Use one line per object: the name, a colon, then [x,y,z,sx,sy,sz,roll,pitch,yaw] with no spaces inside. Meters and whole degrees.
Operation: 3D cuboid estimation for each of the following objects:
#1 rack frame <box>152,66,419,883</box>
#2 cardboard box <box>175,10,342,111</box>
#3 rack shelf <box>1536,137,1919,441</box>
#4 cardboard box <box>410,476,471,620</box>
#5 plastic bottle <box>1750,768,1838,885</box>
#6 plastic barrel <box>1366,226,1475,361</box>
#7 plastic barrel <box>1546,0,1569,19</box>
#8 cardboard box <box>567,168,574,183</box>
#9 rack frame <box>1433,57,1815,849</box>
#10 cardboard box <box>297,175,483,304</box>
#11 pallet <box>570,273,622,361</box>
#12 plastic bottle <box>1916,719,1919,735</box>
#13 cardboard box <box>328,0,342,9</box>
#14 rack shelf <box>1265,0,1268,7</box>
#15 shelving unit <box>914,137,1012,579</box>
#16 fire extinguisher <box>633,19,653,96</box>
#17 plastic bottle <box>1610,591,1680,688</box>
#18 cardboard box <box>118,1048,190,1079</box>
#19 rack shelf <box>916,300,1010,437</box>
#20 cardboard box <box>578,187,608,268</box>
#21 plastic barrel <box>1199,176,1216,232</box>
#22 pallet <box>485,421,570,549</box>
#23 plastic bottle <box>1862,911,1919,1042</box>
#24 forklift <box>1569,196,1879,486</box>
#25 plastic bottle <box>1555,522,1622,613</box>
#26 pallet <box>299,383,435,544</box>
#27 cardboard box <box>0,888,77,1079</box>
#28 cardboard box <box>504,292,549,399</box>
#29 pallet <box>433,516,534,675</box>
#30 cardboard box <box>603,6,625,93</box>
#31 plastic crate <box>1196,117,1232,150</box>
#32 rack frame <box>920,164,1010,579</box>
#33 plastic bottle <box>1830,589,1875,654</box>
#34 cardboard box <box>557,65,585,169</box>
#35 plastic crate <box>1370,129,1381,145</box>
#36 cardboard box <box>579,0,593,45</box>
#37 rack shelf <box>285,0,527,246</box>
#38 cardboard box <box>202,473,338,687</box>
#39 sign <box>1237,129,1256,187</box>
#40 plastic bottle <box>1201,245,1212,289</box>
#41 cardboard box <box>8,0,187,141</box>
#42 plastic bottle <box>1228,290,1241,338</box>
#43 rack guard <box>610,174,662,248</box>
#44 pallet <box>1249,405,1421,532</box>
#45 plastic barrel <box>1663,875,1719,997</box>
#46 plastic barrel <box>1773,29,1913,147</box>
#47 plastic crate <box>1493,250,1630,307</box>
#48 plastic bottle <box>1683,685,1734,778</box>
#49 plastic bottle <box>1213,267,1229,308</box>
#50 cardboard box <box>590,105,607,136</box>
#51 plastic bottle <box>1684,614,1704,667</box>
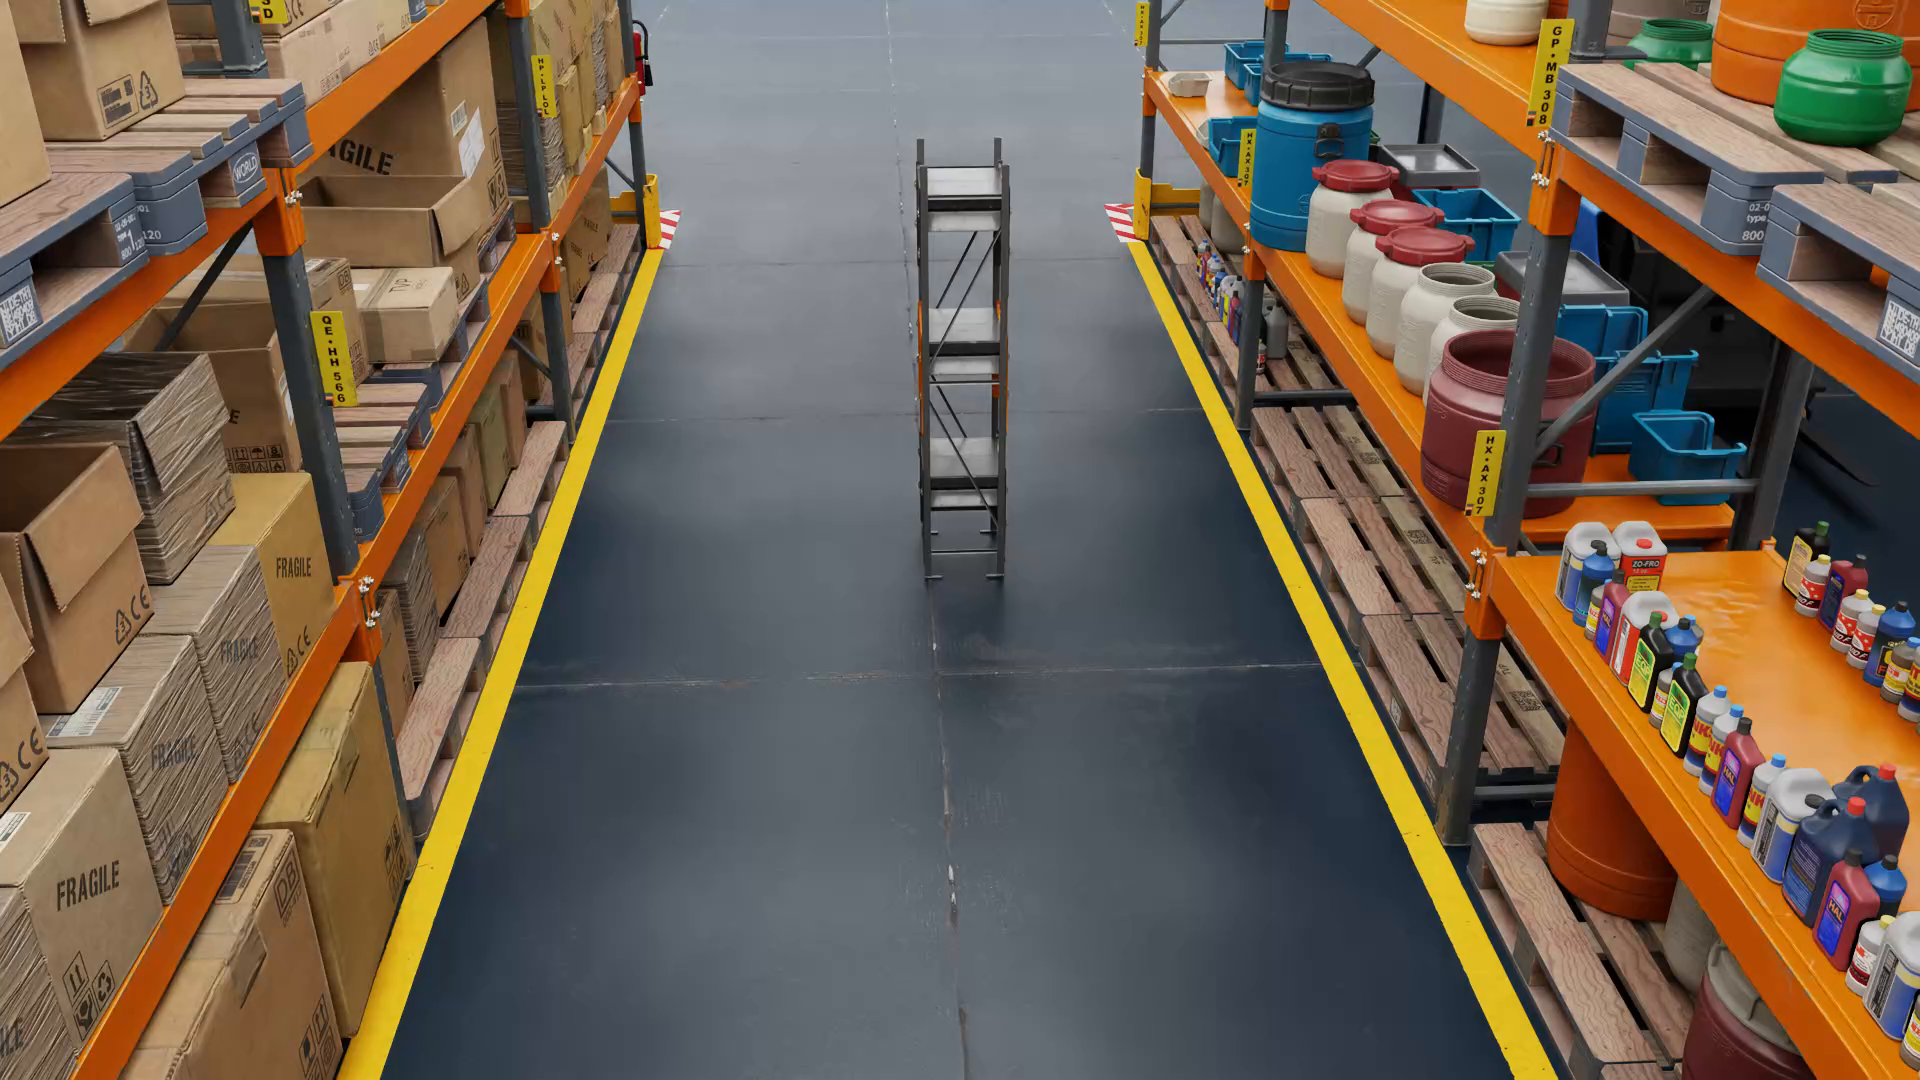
rack frame: [-2.575,-0.054,5.610,1.000,3.000,0.127,-1,28,-3]
cardboard box: [-2.345,-1.541,5.379,0.500,0.250,0.500,-1,28,-2]
rack shelf: [2.476,-0.261,3.541,1.077,0.370,4.000,-1,28,-3]
cardboard box: [-2.708,0.033,7.671,0.700,0.500,0.500,1,28,2]
plastic bottle: [2.144,0.729,4.242,0.152,0.276,0.135,-1,28,-3]
plastic barrel: [2.055,-1.095,7.460,0.433,0.535,0.433,0,28,0]
plastic barrel: [2.511,-2.381,6.363,0.600,0.830,0.708,-1,28,-3]
cardboard box: [-2.558,-2.242,10.077,0.380,0.149,0.250,-1,28,-3]
rack frame: [2.372,-0.174,5.839,1.000,3.000,0.127,-1,28,-3]
cardboard box: [-2.601,-1.335,7.500,0.797,0.503,0.637,1,28,3]
pallet: [-2.921,-1.539,11.473,1.003,0.211,1.213,-1,28,-3]
plastic bottle: [2.844,0.476,4.809,0.097,0.201,0.097,0,28,0]
cardboard box: [-2.365,-2.108,5.655,0.500,0.500,0.500,-1,28,-2]
rack shelf: [2.058,-3.956,10.625,1.077,0.370,4.000,-1,28,-3]
shelving unit: [0.009,-0.855,8.118,0.431,2.100,0.503,-1,28,-3]
fire extinguisher: [-2.538,-3.778,12.834,0.296,0.674,0.183,-1,28,-3]
plastic bottle: [2.096,0.303,5.060,0.152,0.276,0.135,-1,28,-3]
cardboard box: [-2.467,1.841,3.819,1.225,0.875,0.875,-2,28,-4]
rack shelf: [0.009,-0.842,8.124,0.431,0.518,0.480,-1,28,-3]
cardboard box: [-2.911,-2.262,12.093,0.500,0.500,0.500,6,28,11]
plastic barrel: [2.065,-2.649,12.822,0.421,0.512,0.421,0,28,0]
pallet: [-2.741,-0.305,9.107,1.003,0.211,1.213,-1,28,-3]
plastic bottle: [2.173,0.983,3.755,0.152,0.276,0.135,-1,28,-3]
forklift: [4.504,-2.088,9.585,1.130,2.935,3.031,-1,28,-1]
plastic bottle: [2.071,0.089,5.470,0.152,0.276,0.135,-1,28,-3]
pallet: [-2.718,-0.296,6.281,1.213,0.211,1.003,-1,28,-3]
cardboard box: [-2.193,1.067,3.352,0.500,0.500,0.500,-2,28,-4]
cardboard box: [-2.764,-1.165,9.989,0.500,0.500,0.500,-2,28,-4]
pallet: [-2.675,0.259,8.025,1.003,0.211,1.213,-1,28,-3]
cardboard box: [-2.845,-3.442,11.676,0.875,0.500,0.500,-1,28,-3]
plastic crate: [1.825,-2.648,10.868,0.530,0.136,0.437,-1,28,-3]
rack frame: [0.021,-0.742,7.902,0.400,2.100,0.015,-1,28,-3]
plastic bottle: [2.819,0.251,5.240,0.097,0.201,0.097,0,28,0]
cardboard box: [-2.736,-2.519,9.906,0.875,0.500,0.500,-1,28,-3]
plastic crate: [2.374,-2.561,10.645,0.450,0.188,0.662,-1,28,-3]
cardboard box: [-2.643,-3.427,10.567,0.500,0.500,0.500,-1,28,-3]
rack shelf: [-2.679,-1.989,6.854,1.077,0.370,4.000,-1,28,-3]
cardboard box: [-2.301,0.123,5.161,0.500,0.500,0.500,-1,28,-1]
sign: [1.613,-2.135,9.301,0.100,0.325,0.005,-1,28,-3]
plastic bottle: [1.731,-1.909,11.628,0.061,0.283,0.133,-1,28,-2]
cardboard box: [-2.471,-1.336,4.259,0.797,0.503,0.637,0,28,0]
plastic bottle: [1.781,-1.465,10.777,0.061,0.283,0.133,0,28,1]
rack guard: [-2.988,-2.605,13.204,1.175,0.500,0.348,-1,28,-3]
pallet: [2.243,-0.423,9.332,1.003,0.211,1.213,-1,28,-3]
plastic barrel: [2.533,1.227,5.389,0.421,0.512,0.421,0,28,0]
plastic barrel: [2.197,-1.126,4.136,0.294,0.245,0.294,0,28,0]
plastic crate: [2.593,-0.956,7.270,0.402,0.464,0.583,-1,28,-3]
plastic bottle: [2.093,0.527,4.635,0.097,0.271,0.097,0,28,0]
plastic bottle: [1.771,-1.711,11.261,0.097,0.271,0.097,0,28,0]
cardboard box: [-2.588,-2.820,11.186,0.380,0.149,0.250,-1,28,-3]
plastic bottle: [2.219,0.324,5.100,0.097,0.201,0.097,0,28,0]
